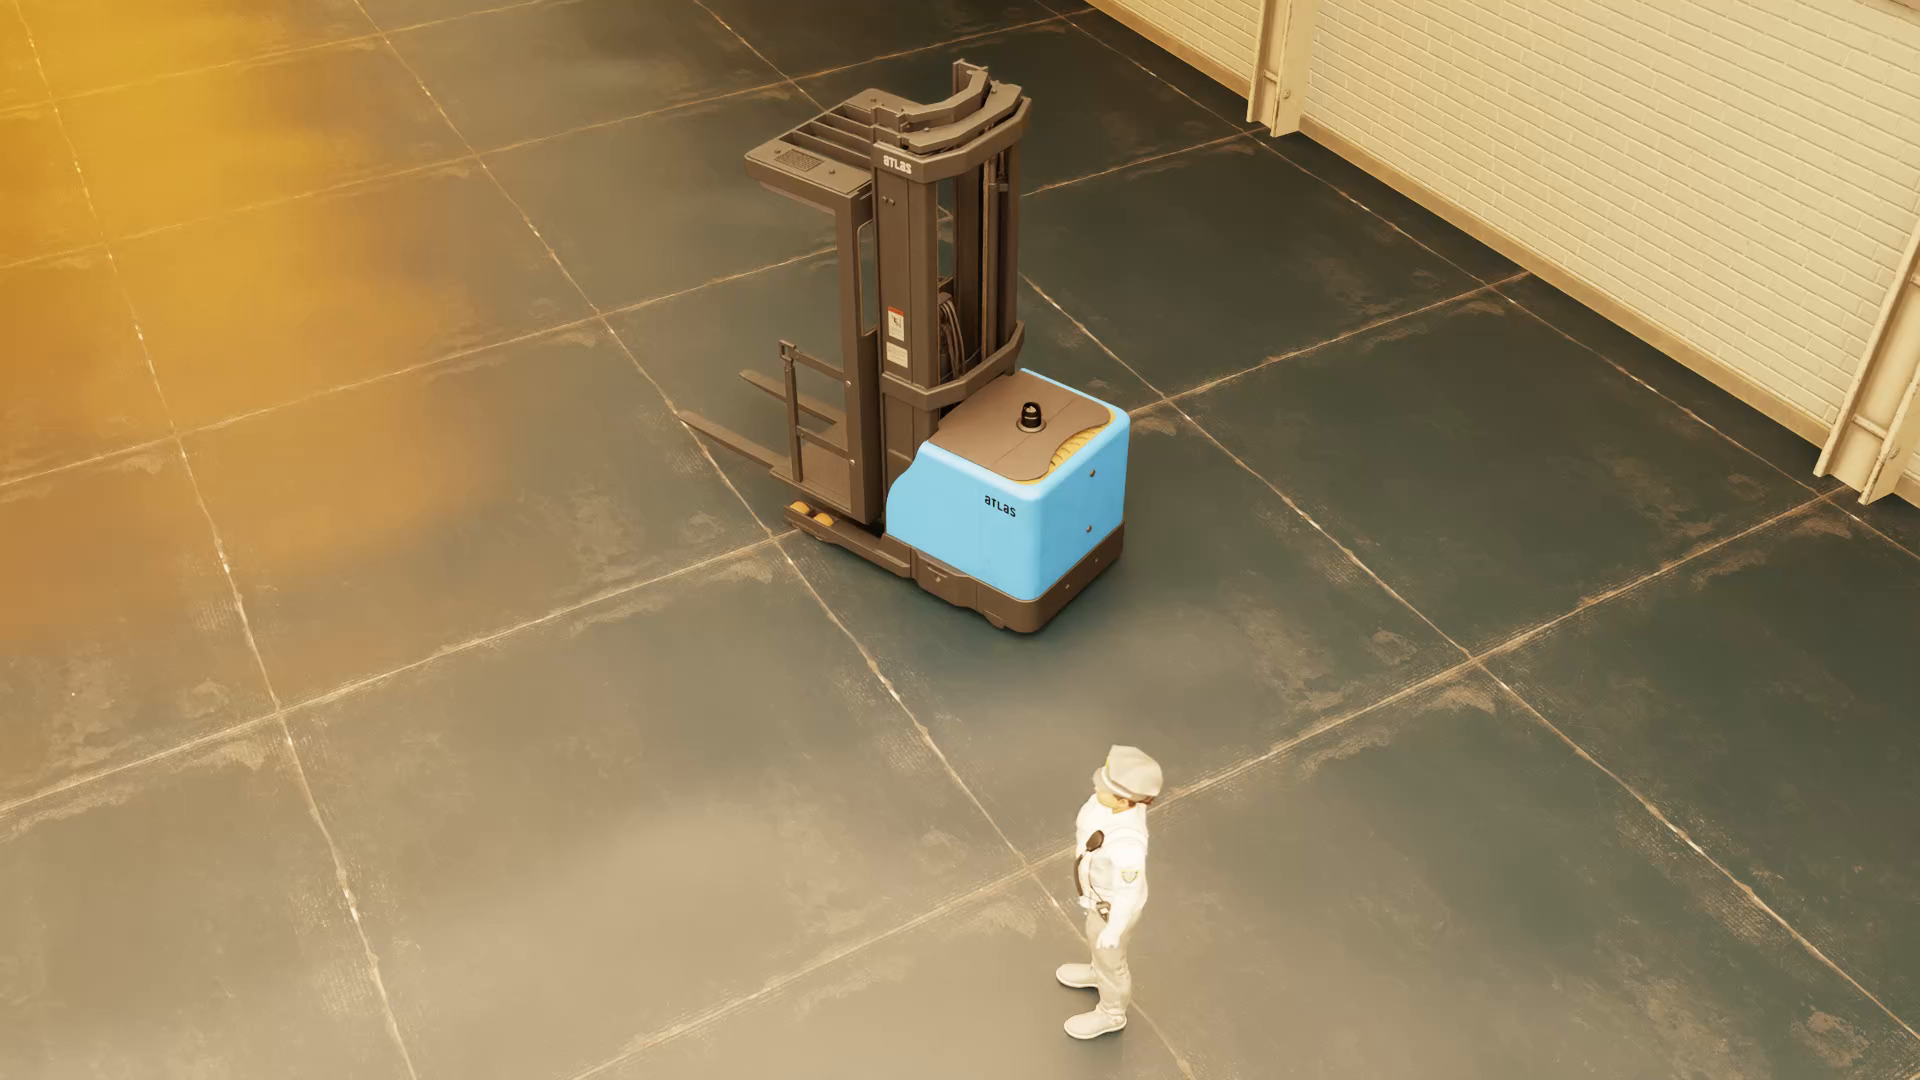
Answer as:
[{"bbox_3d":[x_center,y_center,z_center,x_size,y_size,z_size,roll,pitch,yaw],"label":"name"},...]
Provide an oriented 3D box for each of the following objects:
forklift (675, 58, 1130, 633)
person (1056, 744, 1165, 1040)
[{"bbox_3d":[-0.481,-1.366,9.683,3.031,2.935,1.130,26,46,28],"label":"forklift"},{"bbox_3d":[0.642,1.519,7.180,0.367,1.694,0.458,-1,40,-1],"label":"person"}]
